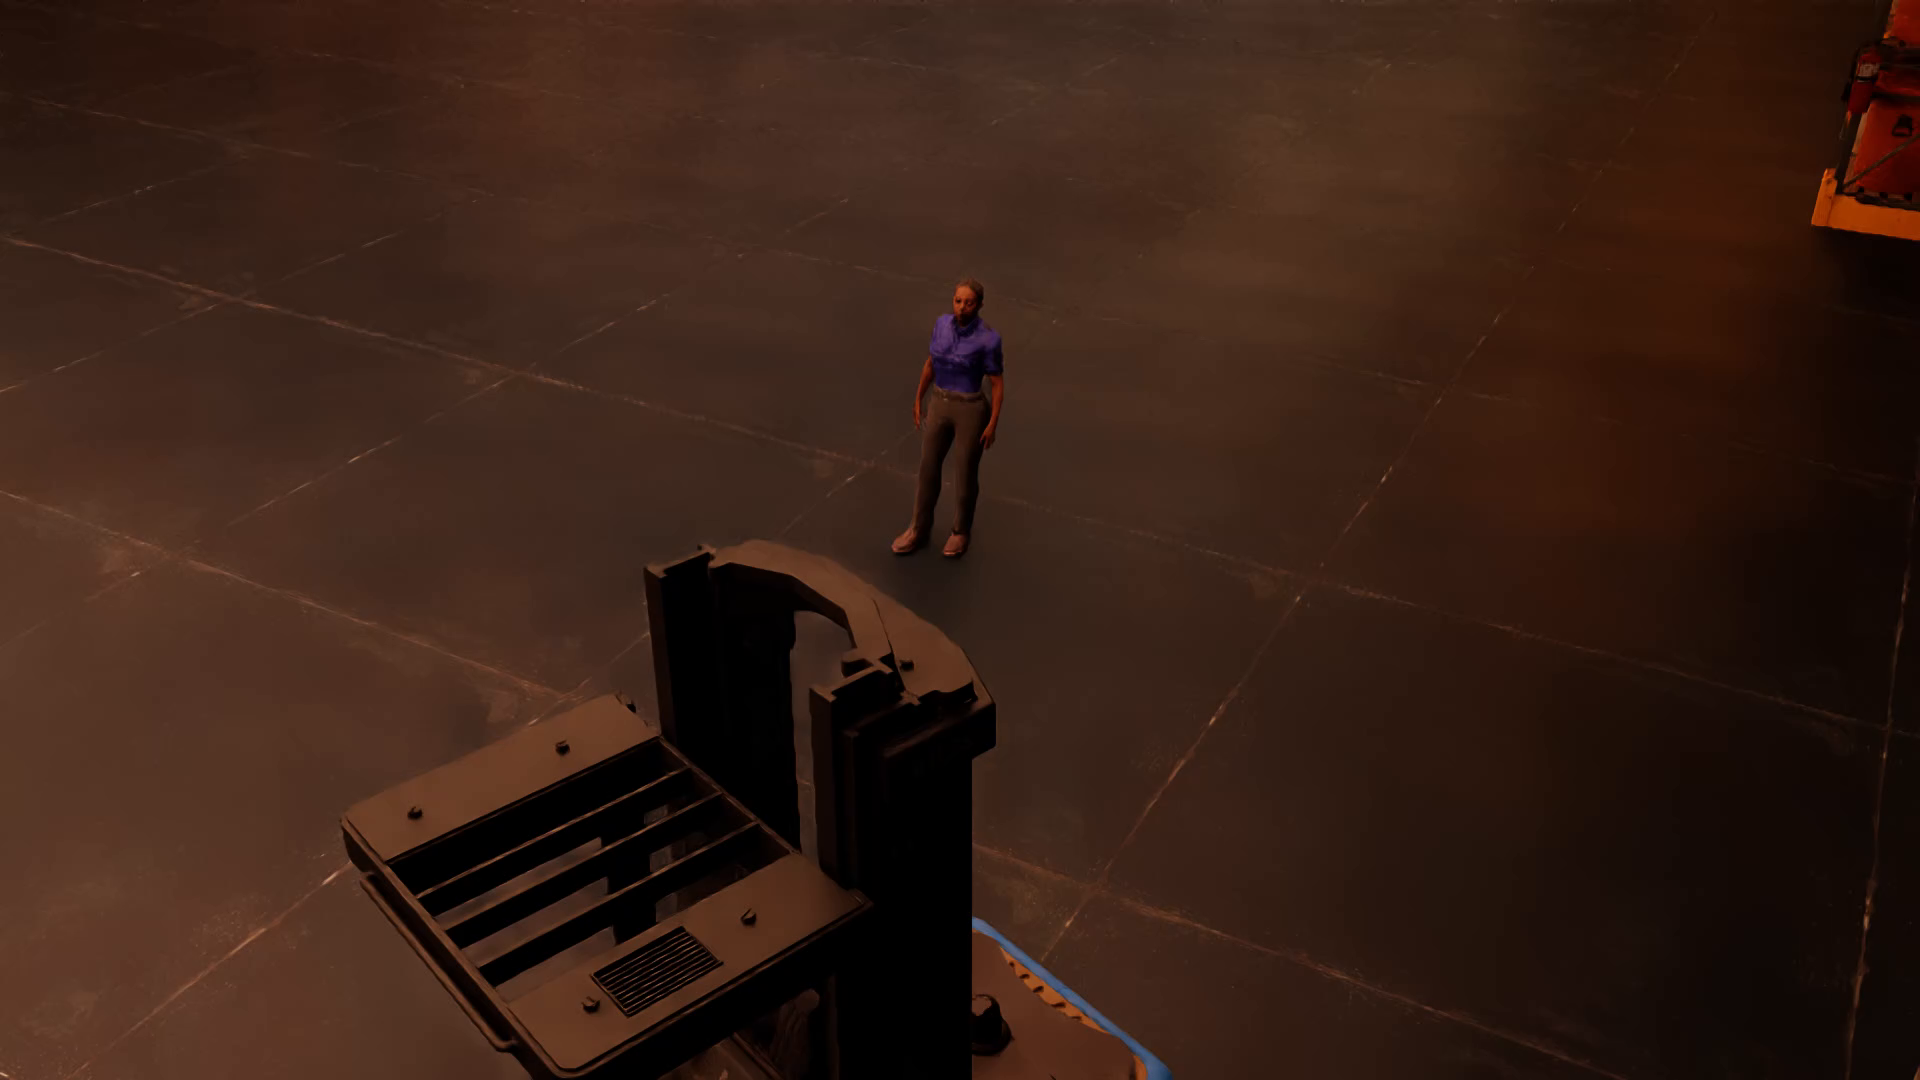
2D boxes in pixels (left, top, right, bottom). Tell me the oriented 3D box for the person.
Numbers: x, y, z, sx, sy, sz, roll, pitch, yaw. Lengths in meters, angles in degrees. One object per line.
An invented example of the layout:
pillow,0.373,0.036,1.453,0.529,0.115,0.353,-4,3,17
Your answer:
person,-0.060,-0.689,9.528,0.570,1.654,0.503,15,33,25

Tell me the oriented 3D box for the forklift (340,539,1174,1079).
forklift,-0.771,1.583,4.328,3.031,2.935,1.130,-24,37,-35
